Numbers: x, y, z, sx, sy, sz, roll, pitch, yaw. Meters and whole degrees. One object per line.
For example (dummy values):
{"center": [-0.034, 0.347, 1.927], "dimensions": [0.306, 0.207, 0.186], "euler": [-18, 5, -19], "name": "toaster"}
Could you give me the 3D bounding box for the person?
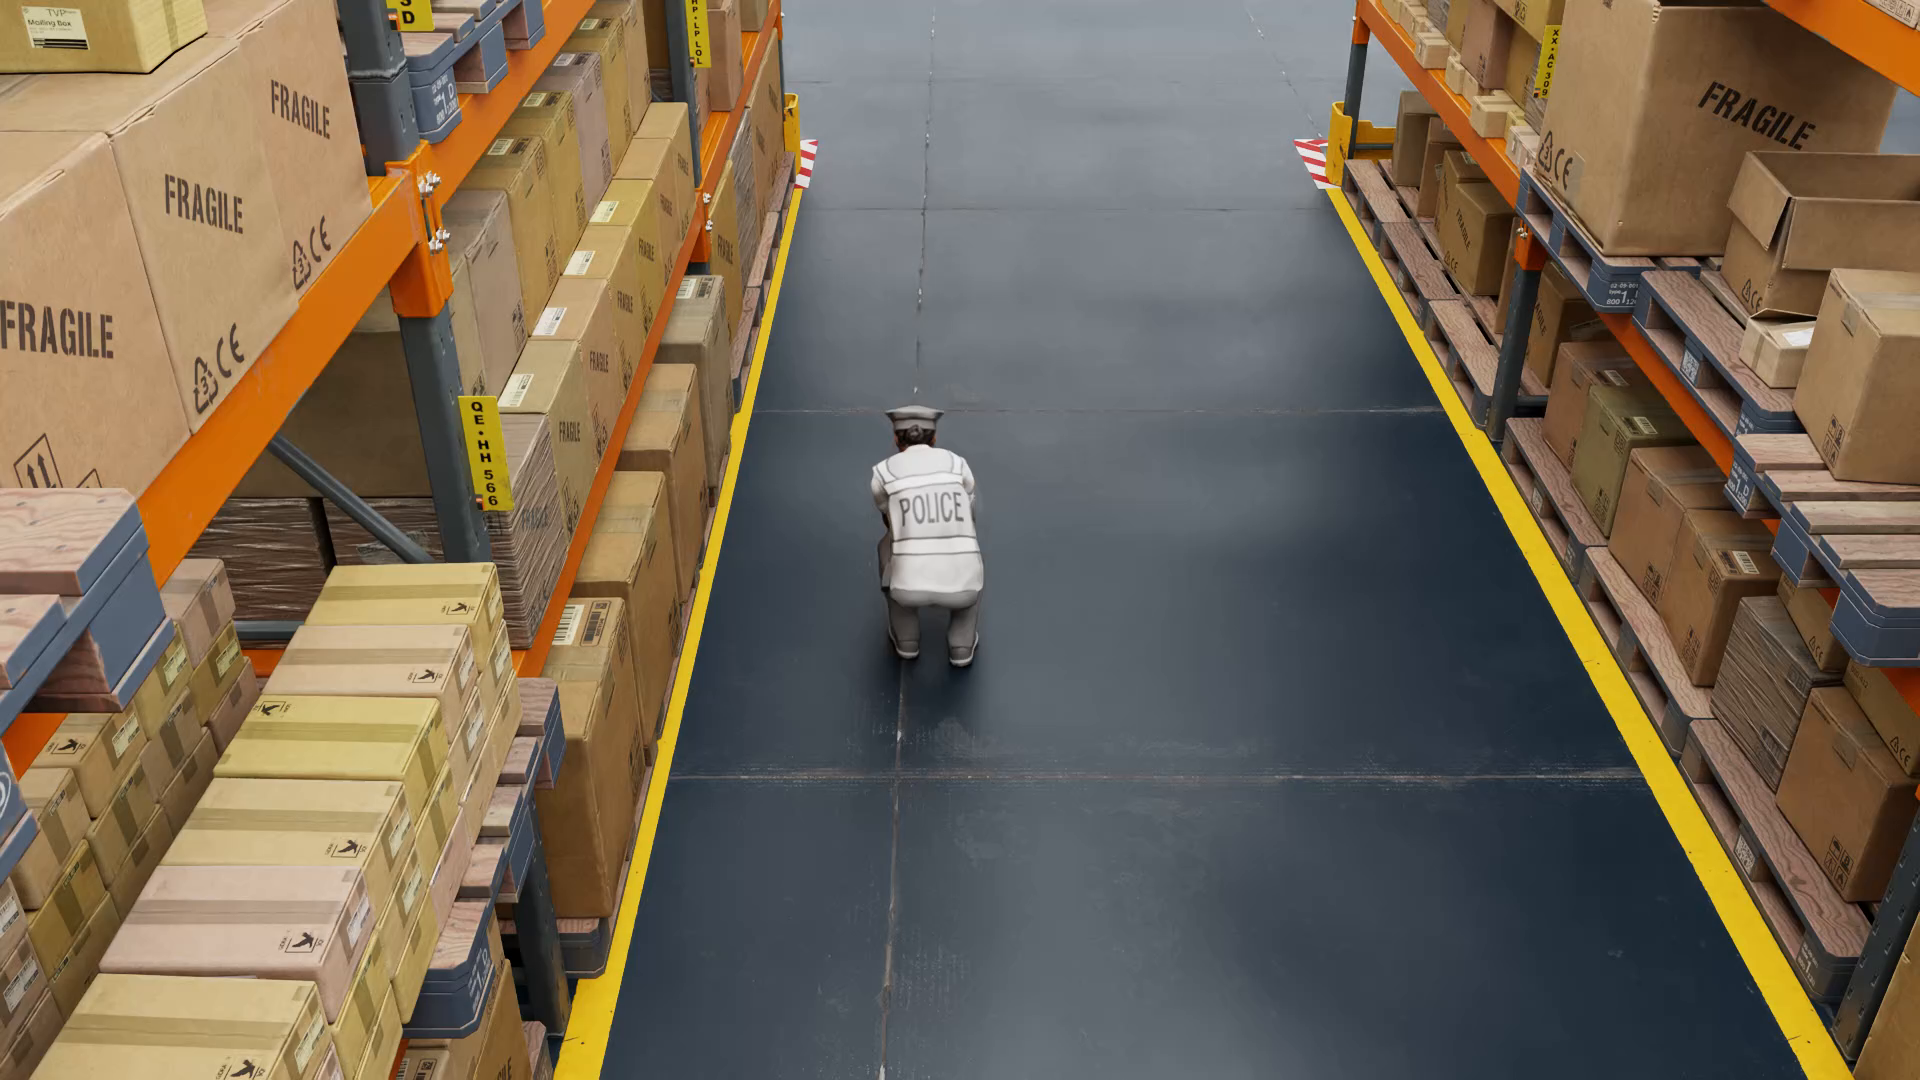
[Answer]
{"center": [-0.128, -0.027, 6.853], "dimensions": [0.466, 0.972, 0.866], "euler": [-1, 32, -1], "name": "person"}
